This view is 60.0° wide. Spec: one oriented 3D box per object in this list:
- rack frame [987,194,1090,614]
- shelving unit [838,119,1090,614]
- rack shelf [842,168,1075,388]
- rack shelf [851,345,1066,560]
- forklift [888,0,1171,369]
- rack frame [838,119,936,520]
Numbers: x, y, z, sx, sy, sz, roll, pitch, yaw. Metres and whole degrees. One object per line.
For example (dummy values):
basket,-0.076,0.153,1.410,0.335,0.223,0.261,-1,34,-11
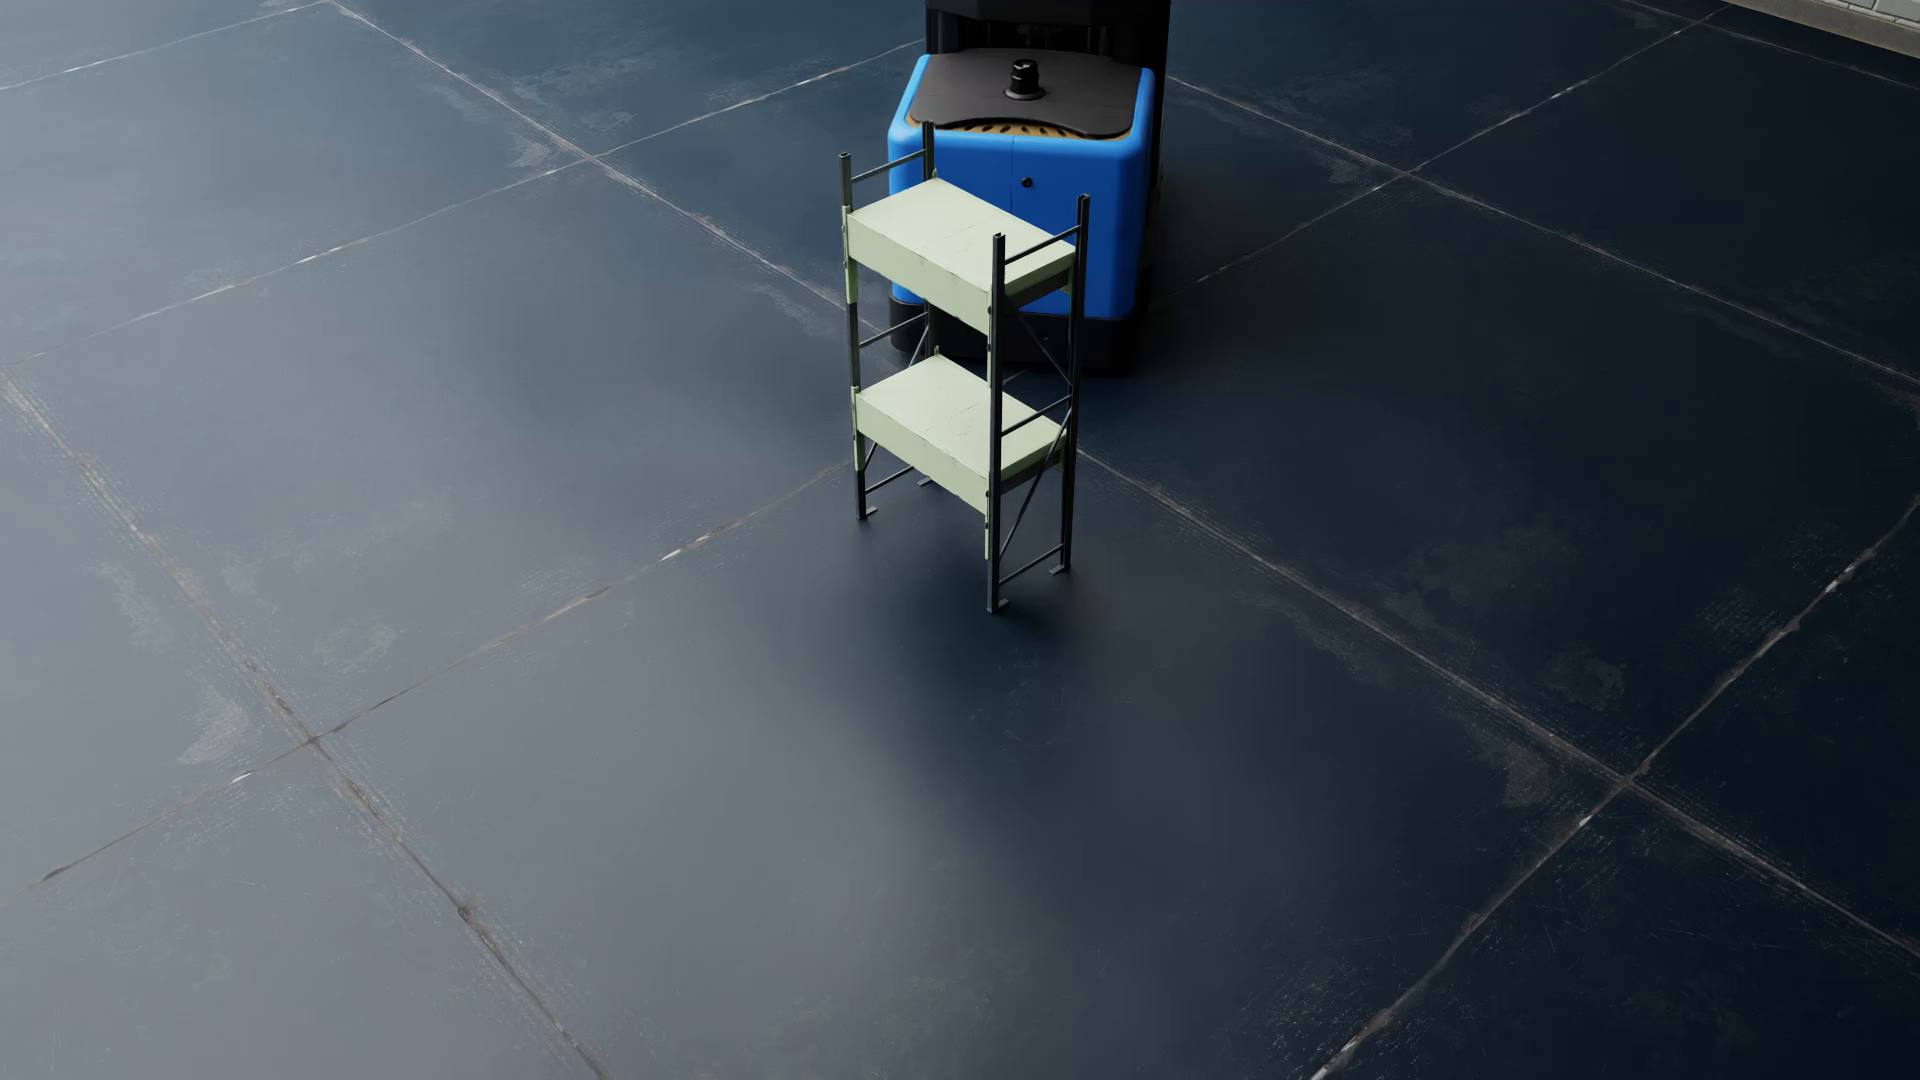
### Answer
rack frame,0.252,-0.411,5.565,0.400,1.500,0.023,-30,48,-32
shelving unit,0.005,-0.580,5.775,0.431,1.500,0.755,-30,48,-32
rack shelf,0.005,-0.884,5.530,0.431,0.370,0.720,-30,48,-32
rack shelf,0.005,-0.327,5.980,0.431,0.370,0.720,-30,48,-32
forklift,0.426,-2.787,7.368,1.130,2.935,3.031,5,39,7
rack frame,-0.243,-0.750,5.985,0.400,1.500,0.023,-30,48,-32
